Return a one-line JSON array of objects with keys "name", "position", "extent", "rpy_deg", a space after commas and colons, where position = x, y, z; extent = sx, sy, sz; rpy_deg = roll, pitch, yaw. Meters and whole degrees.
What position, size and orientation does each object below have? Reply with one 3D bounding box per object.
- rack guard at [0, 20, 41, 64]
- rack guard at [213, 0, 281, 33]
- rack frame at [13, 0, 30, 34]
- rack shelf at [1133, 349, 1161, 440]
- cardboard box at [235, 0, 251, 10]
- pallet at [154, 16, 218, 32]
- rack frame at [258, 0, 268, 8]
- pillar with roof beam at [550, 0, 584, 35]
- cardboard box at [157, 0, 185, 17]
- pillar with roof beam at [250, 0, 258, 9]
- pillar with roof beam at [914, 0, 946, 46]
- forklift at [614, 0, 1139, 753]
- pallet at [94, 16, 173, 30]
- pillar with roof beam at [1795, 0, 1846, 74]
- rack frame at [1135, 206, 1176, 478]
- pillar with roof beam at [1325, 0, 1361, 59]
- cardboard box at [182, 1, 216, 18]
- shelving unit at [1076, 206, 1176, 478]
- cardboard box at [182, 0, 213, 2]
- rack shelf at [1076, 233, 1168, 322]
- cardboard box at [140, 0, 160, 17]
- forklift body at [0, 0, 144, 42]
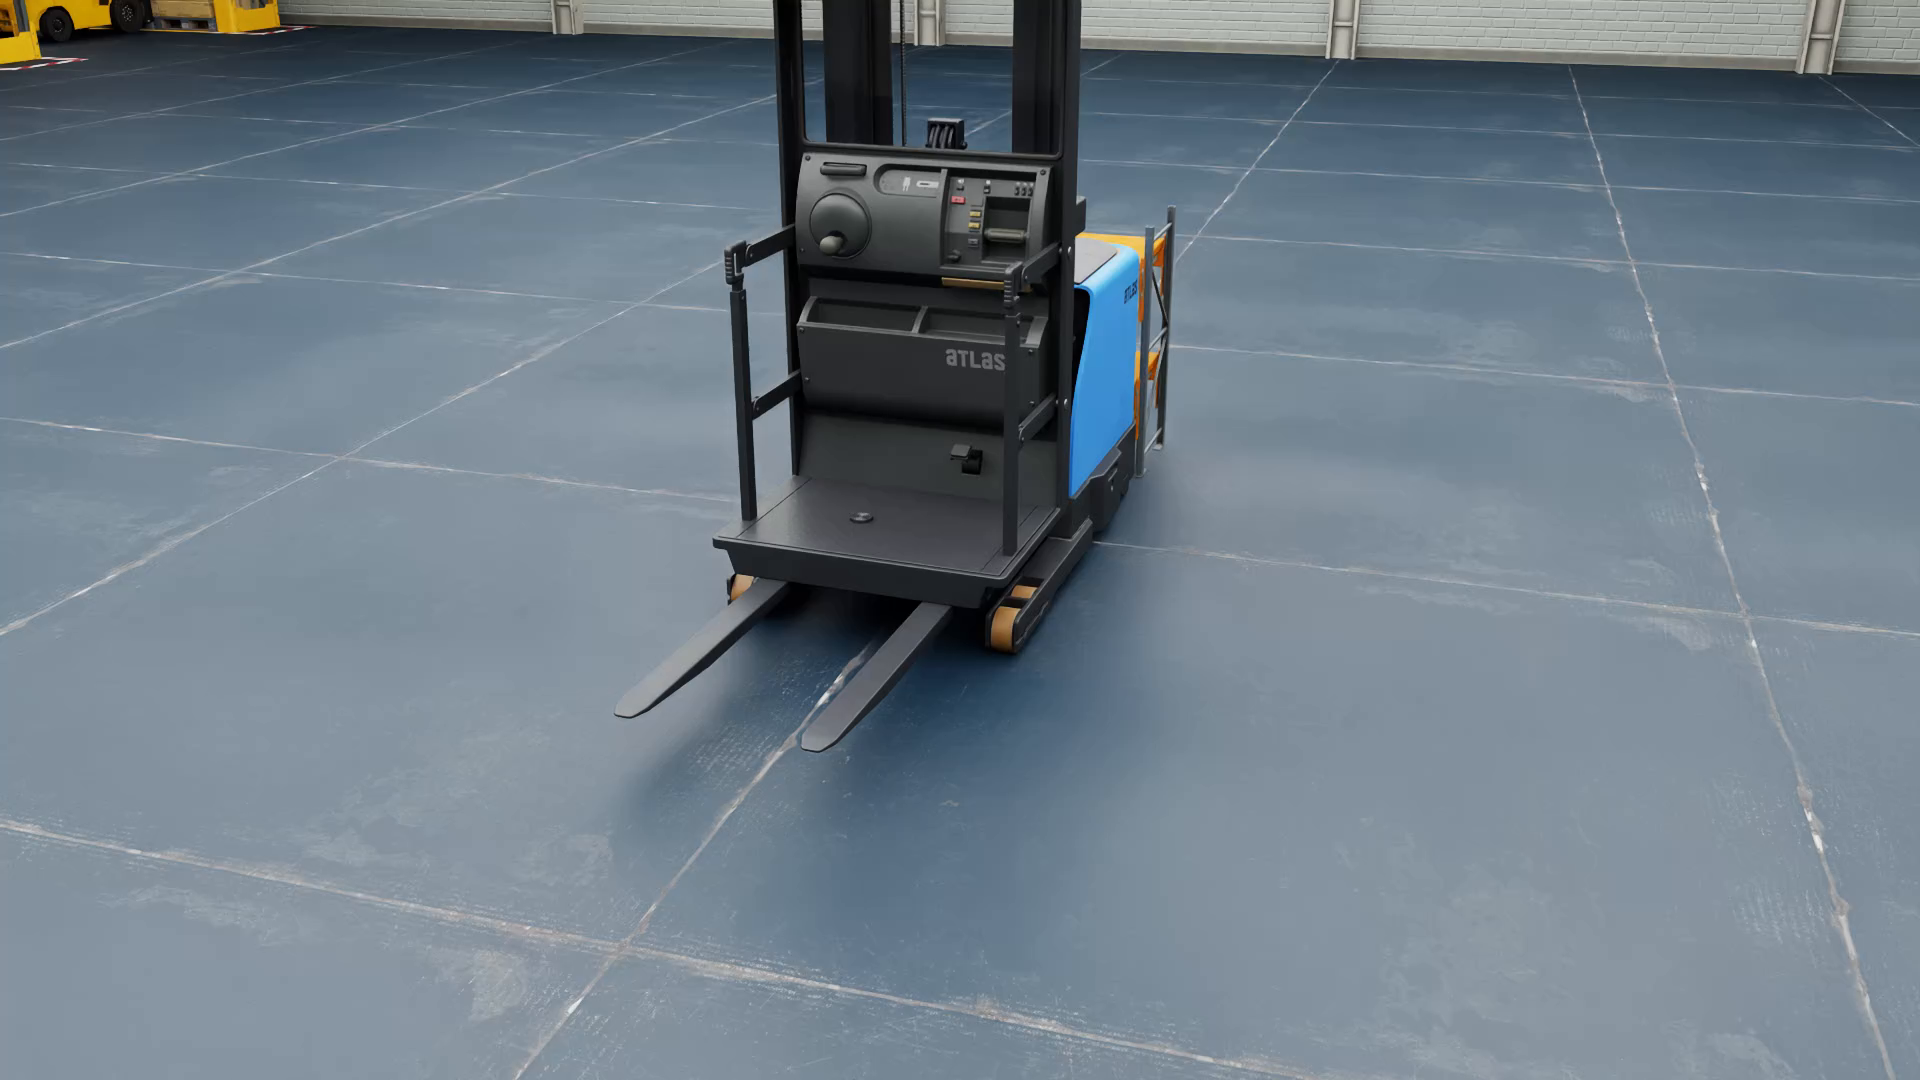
[{"name": "rack guard", "position": [-13.033, -6.713, 22.478], "extent": [0.348, 0.500, 1.175], "rpy_deg": [7, 23, 16]}, {"name": "rack guard", "position": [-11.507, -8.506, 26.848], "extent": [0.348, 0.500, 1.175], "rpy_deg": [7, 23, 16]}, {"name": "rack frame", "position": [-12.960, -7.862, 21.983], "extent": [0.127, 3.000, 1.000], "rpy_deg": [7, 23, 16]}, {"name": "rack shelf", "position": [0.394, -0.724, 7.697], "extent": [1.000, 0.278, 0.538], "rpy_deg": [7, 23, 17]}, {"name": "cardboard box", "position": [-11.944, -8.712, 27.127], "extent": [0.500, 0.250, 0.500], "rpy_deg": [7, 23, 16]}, {"name": "pallet", "position": [-12.274, -8.444, 27.077], "extent": [1.213, 0.211, 1.003], "rpy_deg": [7, 23, 16]}, {"name": "rack frame", "position": [-11.530, -9.665, 26.381], "extent": [0.127, 3.000, 1.000], "rpy_deg": [7, 23, 16]}, {"name": "pillar with roof beam", "position": [-7.435, -10.623, 20.810], "extent": [0.400, 9.000, 9.100], "rpy_deg": [7, 23, 16]}, {"name": "cardboard box", "position": [-12.544, -8.582, 26.810], "extent": [0.500, 0.250, 0.500], "rpy_deg": [7, 23, 15]}, {"name": "pillar with roof beam", "position": [-13.180, -11.281, 22.413], "extent": [0.400, 9.000, 9.100], "rpy_deg": [7, 23, 16]}, {"name": "pillar with roof beam", "position": [-1.691, -9.965, 19.206], "extent": [0.400, 9.000, 9.100], "rpy_deg": [7, 23, 16]}, {"name": "forklift", "position": [-0.208, -1.133, 5.671], "extent": [1.130, 2.935, 3.031], "rpy_deg": [8, 24, 18]}, {"name": "pallet", "position": [-13.438, -8.578, 27.405], "extent": [1.213, 0.211, 1.003], "rpy_deg": [7, 23, 15]}, {"name": "pillar with roof beam", "position": [9.797, -8.650, 15.999], "extent": [0.400, 9.000, 9.100], "rpy_deg": [7, 23, 16]}, {"name": "rack frame", "position": [0.877, -0.890, 7.457], "extent": [0.032, 1.125, 0.500], "rpy_deg": [7, 23, 17]}, {"name": "pillar with roof beam", "position": [4.053, -9.307, 17.603], "extent": [0.400, 9.000, 9.100], "rpy_deg": [7, 23, 16]}, {"name": "cardboard box", "position": [-12.071, -8.524, 26.668], "extent": [0.500, 0.250, 0.500], "rpy_deg": [7, 23, 16]}, {"name": "shelving unit", "position": [0.394, -0.950, 7.605], "extent": [1.048, 1.125, 0.538], "rpy_deg": [7, 23, 17]}, {"name": "cardboard box", "position": [-12.086, -8.759, 26.581], "extent": [0.500, 0.250, 0.500], "rpy_deg": [6, 23, 15]}, {"name": "rack shelf", "position": [0.394, -1.221, 7.493], "extent": [1.000, 0.278, 0.538], "rpy_deg": [7, 23, 17]}, {"name": "cardboard box", "position": [-13.021, -8.640, 26.951], "extent": [0.500, 0.250, 0.500], "rpy_deg": [7, 23, 16]}, {"name": "forklift body", "position": [-13.872, -8.818, 25.432], "extent": [1.214, 2.155, 2.313], "rpy_deg": [7, 23, 16]}]
